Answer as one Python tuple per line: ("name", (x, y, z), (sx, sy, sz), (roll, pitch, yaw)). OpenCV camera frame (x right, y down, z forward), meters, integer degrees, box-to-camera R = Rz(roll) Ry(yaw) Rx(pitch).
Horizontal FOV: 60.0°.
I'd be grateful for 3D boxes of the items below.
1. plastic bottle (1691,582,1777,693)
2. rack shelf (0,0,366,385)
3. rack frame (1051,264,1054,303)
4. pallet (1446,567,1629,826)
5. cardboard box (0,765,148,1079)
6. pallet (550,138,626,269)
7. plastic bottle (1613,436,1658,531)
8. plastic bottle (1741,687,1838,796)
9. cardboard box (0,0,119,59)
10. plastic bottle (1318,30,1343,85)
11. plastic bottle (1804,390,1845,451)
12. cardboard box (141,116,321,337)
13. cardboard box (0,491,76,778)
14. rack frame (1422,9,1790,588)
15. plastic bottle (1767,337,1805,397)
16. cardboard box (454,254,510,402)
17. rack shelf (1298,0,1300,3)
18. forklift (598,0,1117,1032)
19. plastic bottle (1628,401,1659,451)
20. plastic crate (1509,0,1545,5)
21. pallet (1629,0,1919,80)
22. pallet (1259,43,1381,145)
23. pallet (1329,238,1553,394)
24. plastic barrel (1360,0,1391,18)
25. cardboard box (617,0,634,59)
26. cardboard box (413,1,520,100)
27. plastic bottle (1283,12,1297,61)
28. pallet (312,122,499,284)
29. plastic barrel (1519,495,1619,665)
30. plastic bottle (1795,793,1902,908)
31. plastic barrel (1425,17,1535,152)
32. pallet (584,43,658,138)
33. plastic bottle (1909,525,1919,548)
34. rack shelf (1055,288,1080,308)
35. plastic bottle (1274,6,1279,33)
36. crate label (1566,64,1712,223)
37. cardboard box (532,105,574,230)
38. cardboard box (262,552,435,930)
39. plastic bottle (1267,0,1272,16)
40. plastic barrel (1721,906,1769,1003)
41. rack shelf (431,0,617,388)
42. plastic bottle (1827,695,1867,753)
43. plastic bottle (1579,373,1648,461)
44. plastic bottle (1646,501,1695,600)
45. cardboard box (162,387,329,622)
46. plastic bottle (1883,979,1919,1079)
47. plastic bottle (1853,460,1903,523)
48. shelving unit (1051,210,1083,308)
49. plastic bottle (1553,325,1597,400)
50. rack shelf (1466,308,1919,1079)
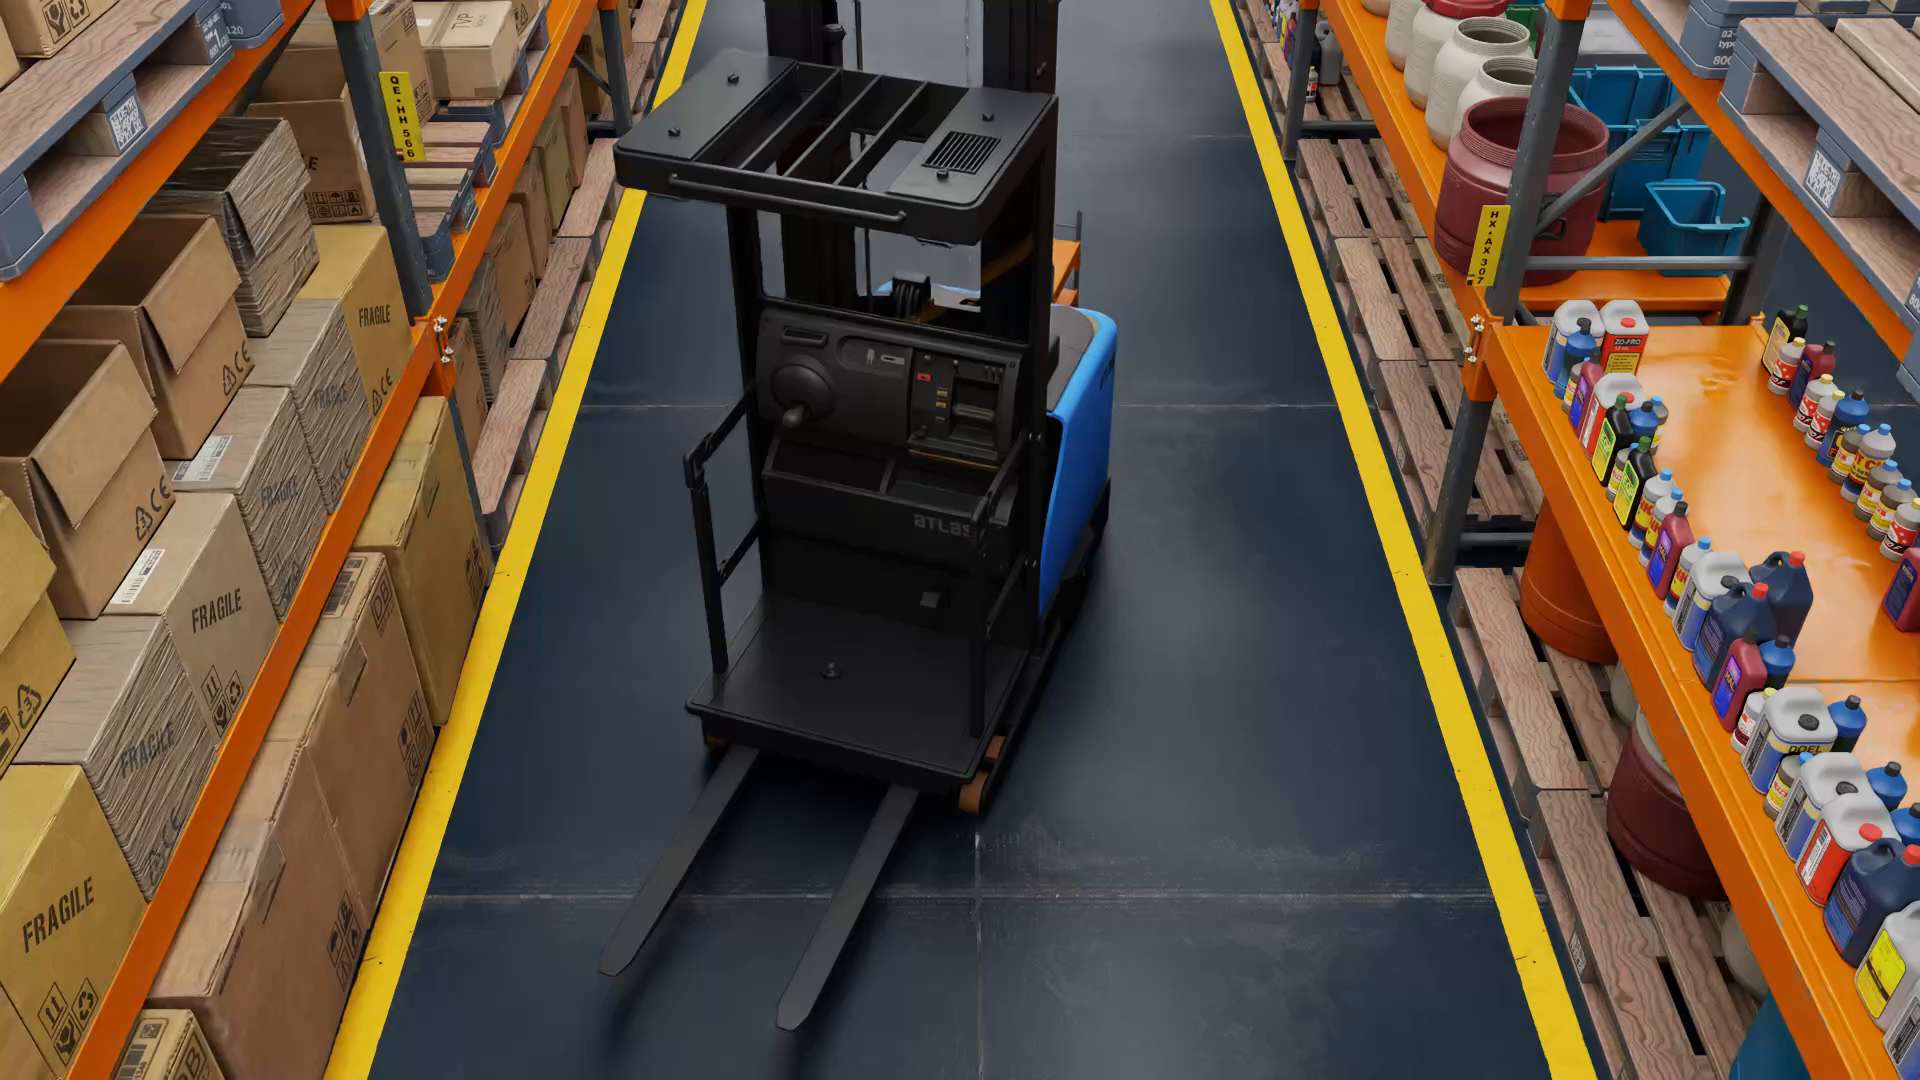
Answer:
("plastic bottle", (2.148, 0.247, 4.583), (0.144, 0.351, 0.185), (0, 39, 0))
("rack shelf", (-2.478, -0.646, 3.834), (1.077, 0.370, 4.000), (0, 39, 0))
("rack frame", (0.265, -0.661, 7.116), (0.240, 1.200, 0.015), (11, 40, 13))
("pallet", (2.515, 0.571, 6.369), (1.003, 0.211, 1.213), (0, 39, 0))
("cardboard box", (-2.228, 0.854, 3.706), (0.500, 0.500, 0.500), (0, 39, 0))
("pallet", (-2.482, -1.933, 9.493), (1.003, 0.211, 1.213), (0, 39, 0))
("plastic bottle", (2.105, -0.176, 5.165), (0.061, 0.283, 0.133), (0, 39, 0))
("plastic bottle", (2.152, 0.520, 4.301), (0.152, 0.276, 0.135), (0, 39, 0))
("cardboard box", (-2.318, -1.459, 3.857), (0.500, 0.500, 0.500), (2, 39, 2))
("plastic bottle", (2.323, -3.052, 10.427), (0.144, 0.351, 0.185), (0, 39, 0))
("plastic bottle", (2.882, -0.403, 5.513), (0.097, 0.201, 0.097), (0, 39, 0))
("cardboard box", (-2.496, -0.980, 5.192), (0.797, 0.503, 0.637), (1, 39, 1))
("cardboard box", (-2.474, 0.236, 3.675), (0.797, 0.503, 0.637), (0, 39, 0))
("rack frame", (2.473, -1.010, 6.112), (1.000, 3.000, 0.127), (0, 39, 0))
("plastic bottle", (2.882, -0.608, 5.769), (0.097, 0.201, 0.097), (0, 39, 0))
("cardboard box", (-2.514, -0.969, 7.707), (0.700, 0.500, 0.500), (-3, 39, -4))
("rack shelf", (2.466, -4.482, 11.019), (1.077, 0.370, 4.000), (0, 39, 0))
("forklift", (-0.320, -0.443, 5.459), (1.130, 2.935, 3.031), (12, 40, 15))
("plastic bottle", (2.184, -0.327, 5.363), (0.097, 0.271, 0.097), (0, 39, 0))
("plastic crate", (2.781, -2.816, 8.378), (0.392, 0.384, 0.575), (0, 39, 0))
("pallet", (2.376, -1.629, 4.636), (1.003, 0.211, 1.213), (0, 39, 0))
("pallet", (2.509, -2.843, 10.629), (1.003, 0.211, 1.213), (0, 39, 0))
("pallet", (2.512, -1.168, 8.538), (1.003, 0.211, 1.213), (0, 39, 0))
("plastic barrel", (2.250, -2.966, 8.444), (0.433, 0.535, 0.433), (0, 39, 0))
("cardboard box", (-2.453, -3.305, 10.638), (0.500, 0.500, 0.500), (12, 40, 14))
("cardboard box", (-2.252, -2.160, 7.331), (0.500, 0.250, 0.500), (-1, 39, -1))
("plastic bottle", (2.137, -3.248, 10.724), (0.061, 0.283, 0.133), (2, 39, 3))
("pallet", (-2.588, -1.377, 6.723), (1.213, 0.211, 1.003), (0, 39, 0))
("plastic barrel", (2.490, -0.021, 6.278), (0.600, 0.830, 0.708), (0, 39, 0))
("plastic bottle", (2.153, 0.750, 4.015), (0.152, 0.276, 0.135), (0, 39, 0))
("plastic barrel", (2.258, -1.960, 7.208), (0.421, 0.512, 0.421), (0, 39, 0))
("pallet", (-2.521, -2.840, 10.625), (1.003, 0.211, 1.213), (0, 39, 0))
("plastic bottle", (2.901, 0.003, 4.941), (0.061, 0.283, 0.133), (0, 39, 0))
("rack shelf", (0.335, -0.930, 7.200), (0.258, 0.148, 0.480), (11, 40, 13))
("plastic bottle", (2.155, -3.491, 11.094), (0.097, 0.201, 0.097), (0, 39, 0))
("crate label", (2.742, -1.646, 6.876), (0.502, 0.435, 0.616), (0, 39, 0))
("cardboard box", (-2.524, -2.022, 9.022), (0.700, 0.500, 0.500), (0, 39, 0))
("cardboard box", (-2.507, 0.648, 5.406), (1.225, 0.875, 0.875), (0, 39, 0))
("plastic bottle", (2.155, -3.709, 11.310), (0.097, 0.271, 0.097), (0, 39, 0))
("plastic barrel", (2.582, 1.162, 5.055), (0.421, 0.512, 0.421), (0, 39, 0))
("rack shelf", (-2.482, -1.977, 7.893), (1.077, 0.370, 4.000), (0, 39, 0))
("plastic bottle", (2.277, 0.510, 4.317), (0.097, 0.271, 0.097), (0, 39, 0))
("plastic bottle", (2.151, -0.402, 5.452), (0.152, 0.276, 0.135), (0, 39, 0))
("plastic bottle", (2.106, 0.029, 4.909), (0.061, 0.283, 0.133), (0, 39, 0))
("cardboard box", (-2.233, -0.101, 4.897), (0.500, 0.500, 0.500), (-1, 39, -2))
("plastic bottle", (2.153, 1.065, 3.622), (0.152, 0.276, 0.135), (0, 39, 0))
("plastic bottle", (2.883, -0.159, 5.209), (0.097, 0.201, 0.097), (0, 39, 0))
("shelving unit", (0.335, -0.807, 7.298), (0.258, 1.200, 0.503), (11, 40, 13))
("plastic bottle", (2.123, -0.617, 5.724), (0.097, 0.271, 0.097), (0, 39, 0))
("rack shelf", (2.475, 0.521, 4.776), (1.077, 0.370, 4.000), (0, 39, 0))
